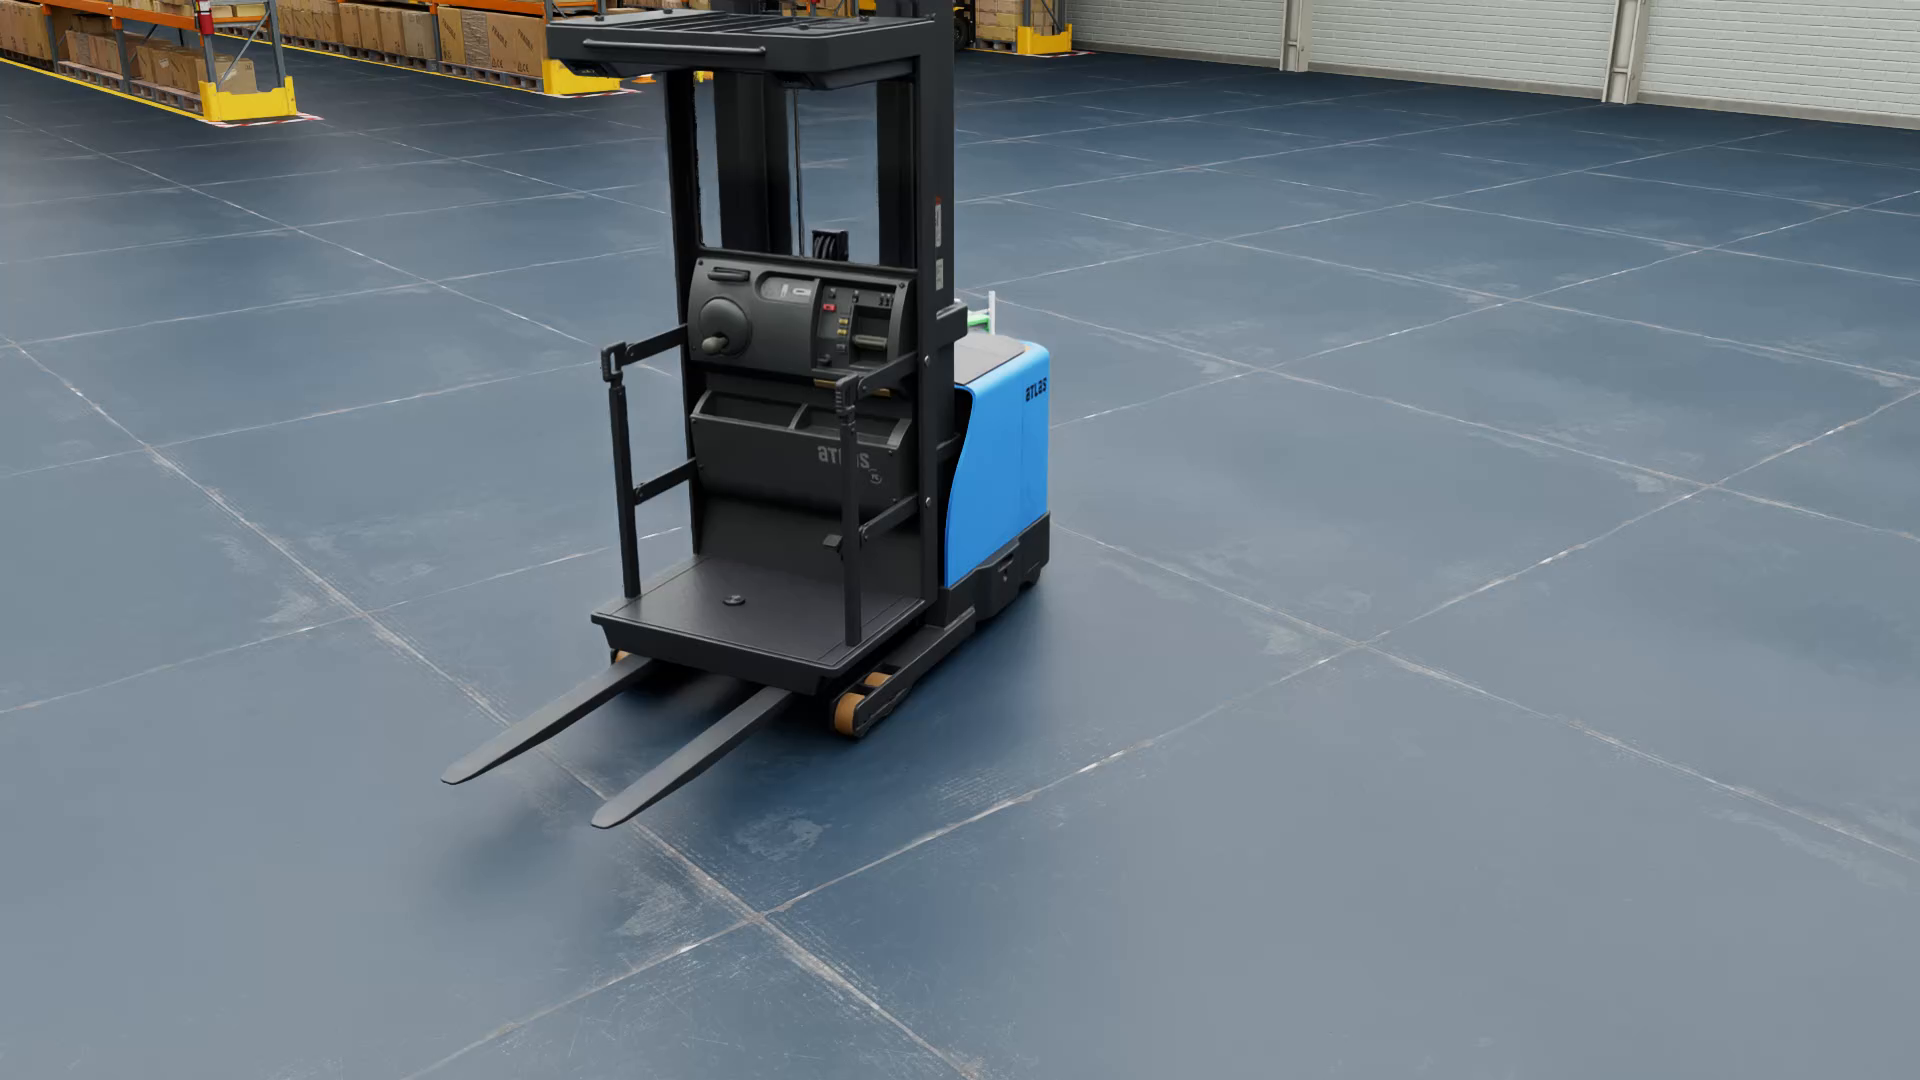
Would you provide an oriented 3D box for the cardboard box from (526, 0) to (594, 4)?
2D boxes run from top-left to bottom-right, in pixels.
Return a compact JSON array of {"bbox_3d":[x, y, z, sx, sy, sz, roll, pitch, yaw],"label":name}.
[{"bbox_3d":[-6.120,-8.493,25.350,0.875,0.550,0.550,-17,27,-37],"label":"cardboard box"}]

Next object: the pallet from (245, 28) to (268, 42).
[{"bbox_3d":[-14.141,-10.526,34.569,1.003,0.211,1.213,-17,27,-37],"label":"pallet"}]

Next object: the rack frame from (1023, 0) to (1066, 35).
[{"bbox_3d":[1.599,-10.721,31.243,1.000,3.000,0.127,-17,27,-37],"label":"rack frame"}]

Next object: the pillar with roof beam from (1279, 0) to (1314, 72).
[{"bbox_3d":[2.482,-11.239,24.339,9.100,9.000,0.400,-17,27,-37],"label":"pillar with roof beam"}]

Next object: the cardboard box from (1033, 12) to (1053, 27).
[{"bbox_3d":[1.449,-10.048,32.034,0.500,0.250,0.500,-17,27,-36],"label":"cardboard box"}]

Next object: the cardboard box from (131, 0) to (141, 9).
[{"bbox_3d":[-11.725,-7.756,24.017,0.380,0.149,0.250,-17,27,-37],"label":"cardboard box"}]

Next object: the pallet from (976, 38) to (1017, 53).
[{"bbox_3d":[1.068,-9.624,32.265,1.003,0.211,1.213,-17,27,-37],"label":"pallet"}]

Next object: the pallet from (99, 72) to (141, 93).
[{"bbox_3d":[-12.787,-7.200,26.078,1.003,0.211,1.213,-17,27,-37],"label":"pallet"}]

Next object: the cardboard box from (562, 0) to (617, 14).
[{"bbox_3d":[-7.769,-11.165,34.715,0.875,0.875,0.875,-18,28,-38],"label":"cardboard box"}]

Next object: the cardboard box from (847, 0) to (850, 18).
[{"bbox_3d":[-1.862,-11.273,35.334,0.875,0.625,0.625,-18,28,-38],"label":"cardboard box"}]

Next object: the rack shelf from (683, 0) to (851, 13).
[{"bbox_3d":[-3.464,-9.756,29.765,1.077,0.370,4.000,-17,27,-37],"label":"rack shelf"}]

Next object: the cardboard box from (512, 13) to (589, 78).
[{"bbox_3d":[-6.336,-7.710,25.892,0.875,0.875,0.875,-17,27,-37],"label":"cardboard box"}]

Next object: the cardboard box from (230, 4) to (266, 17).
[{"bbox_3d":[-9.672,-7.197,22.592,0.380,0.149,0.250,-17,27,-37],"label":"cardboard box"}]

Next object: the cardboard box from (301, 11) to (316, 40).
[{"bbox_3d":[-12.386,-9.980,32.203,0.500,0.500,0.500,-19,28,-40],"label":"cardboard box"}]

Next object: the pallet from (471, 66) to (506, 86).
[{"bbox_3d":[-7.216,-7.573,27.029,1.003,0.211,1.213,-17,27,-37],"label":"pallet"}]

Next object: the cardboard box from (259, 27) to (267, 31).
[{"bbox_3d":[-14.190,-10.543,34.121,0.380,0.149,0.250,-17,27,-37],"label":"cardboard box"}]

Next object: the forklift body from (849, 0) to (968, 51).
[{"bbox_3d":[-1.021,-10.415,31.626,2.313,2.155,1.214,-17,27,-37],"label":"forklift body"}]

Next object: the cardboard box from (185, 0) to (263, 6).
[{"bbox_3d":[-10.005,-7.523,22.532,0.875,0.500,0.500,-17,27,-37],"label":"cardboard box"}]

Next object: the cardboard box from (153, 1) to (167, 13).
[{"bbox_3d":[-11.068,-7.481,23.316,0.380,0.149,0.250,-17,27,-37],"label":"cardboard box"}]

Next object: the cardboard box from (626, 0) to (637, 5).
[{"bbox_3d":[-7.989,-13.736,41.793,0.700,0.500,0.500,-16,27,-35],"label":"cardboard box"}]

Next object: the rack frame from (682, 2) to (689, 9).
[{"bbox_3d":[-4.770,-10.643,31.045,1.000,3.000,0.127,-17,27,-37],"label":"rack frame"}]

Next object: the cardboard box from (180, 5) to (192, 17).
[{"bbox_3d":[-10.374,-7.218,22.643,0.380,0.149,0.250,-17,27,-37],"label":"cardboard box"}]

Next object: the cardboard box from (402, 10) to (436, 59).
[{"bbox_3d":[-8.927,-8.735,28.682,1.050,0.750,0.750,-18,27,-38],"label":"cardboard box"}]

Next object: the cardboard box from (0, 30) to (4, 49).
[{"bbox_3d":[-17.067,-9.529,30.536,1.225,0.875,0.875,-17,27,-37],"label":"cardboard box"}]

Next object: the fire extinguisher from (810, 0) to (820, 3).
[{"bbox_3d":[-2.433,-9.361,27.877,0.296,0.674,0.183,-17,27,-37],"label":"fire extinguisher"}]

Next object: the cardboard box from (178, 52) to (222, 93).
[{"bbox_3d":[-10.872,-6.722,23.884,0.500,0.500,0.500,-14,26,-33],"label":"cardboard box"}]

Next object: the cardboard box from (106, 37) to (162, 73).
[{"bbox_3d":[-12.959,-7.636,26.191,0.700,0.500,0.500,-18,27,-38],"label":"cardboard box"}]

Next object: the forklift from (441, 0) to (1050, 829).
[{"bbox_3d":[-0.708,-0.819,6.056,1.130,2.935,3.031,10,24,25],"label":"forklift"}]

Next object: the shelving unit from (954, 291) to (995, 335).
[{"bbox_3d":[-0.102,-0.611,7.898,0.258,1.200,0.503,-19,28,-40],"label":"shelving unit"}]

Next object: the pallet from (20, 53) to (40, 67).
[{"bbox_3d":[-16.138,-8.663,29.814,1.003,0.211,1.213,-17,27,-37],"label":"pallet"}]

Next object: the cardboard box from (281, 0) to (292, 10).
[{"bbox_3d":[-13.044,-10.614,32.795,0.500,0.250,0.500,-17,27,-36],"label":"cardboard box"}]

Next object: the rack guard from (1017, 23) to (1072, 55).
[{"bbox_3d":[1.615,-9.550,31.682,1.175,0.500,0.348,-17,27,-37],"label":"rack guard"}]

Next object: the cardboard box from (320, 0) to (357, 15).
[{"bbox_3d":[-11.710,-10.049,31.352,0.500,0.250,0.500,-18,28,-39],"label":"cardboard box"}]

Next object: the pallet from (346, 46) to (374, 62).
[{"bbox_3d":[-10.607,-9.008,30.693,1.003,0.211,1.213,-17,27,-37],"label":"pallet"}]

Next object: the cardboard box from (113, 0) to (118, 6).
[{"bbox_3d":[-12.365,-8.036,24.733,0.380,0.149,0.250,-17,27,-37],"label":"cardboard box"}]

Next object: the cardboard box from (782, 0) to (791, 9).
[{"bbox_3d":[-3.170,-9.349,29.018,0.380,0.149,0.250,-16,27,-36],"label":"cardboard box"}]

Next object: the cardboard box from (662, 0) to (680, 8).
[{"bbox_3d":[-7.053,-13.141,40.596,0.396,0.266,0.258,-16,27,-36],"label":"cardboard box"}]

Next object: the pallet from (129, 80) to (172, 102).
[{"bbox_3d":[-11.812,-6.809,25.078,1.003,0.211,1.213,-17,27,-37],"label":"pallet"}]

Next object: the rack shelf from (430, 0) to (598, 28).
[{"bbox_3d":[-7.148,-8.549,26.685,1.077,0.370,4.000,-17,27,-37],"label":"rack shelf"}]

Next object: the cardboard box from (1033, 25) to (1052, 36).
[{"bbox_3d":[1.427,-9.818,32.133,0.500,0.250,0.500,-17,27,-37],"label":"cardboard box"}]

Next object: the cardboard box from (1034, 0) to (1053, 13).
[{"bbox_3d":[1.429,-10.279,31.939,0.500,0.250,0.500,-18,28,-38],"label":"cardboard box"}]

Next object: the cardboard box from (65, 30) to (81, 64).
[{"bbox_3d":[-14.436,-8.250,27.758,0.700,0.500,0.500,-19,28,-40],"label":"cardboard box"}]

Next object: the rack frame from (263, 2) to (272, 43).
[{"bbox_3d":[-13.676,-11.647,33.608,1.000,3.000,0.127,-17,27,-37],"label":"rack frame"}]

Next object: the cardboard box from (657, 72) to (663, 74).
[{"bbox_3d":[-5.223,-8.258,28.379,0.637,0.503,0.797,3,22,9],"label":"cardboard box"}]
